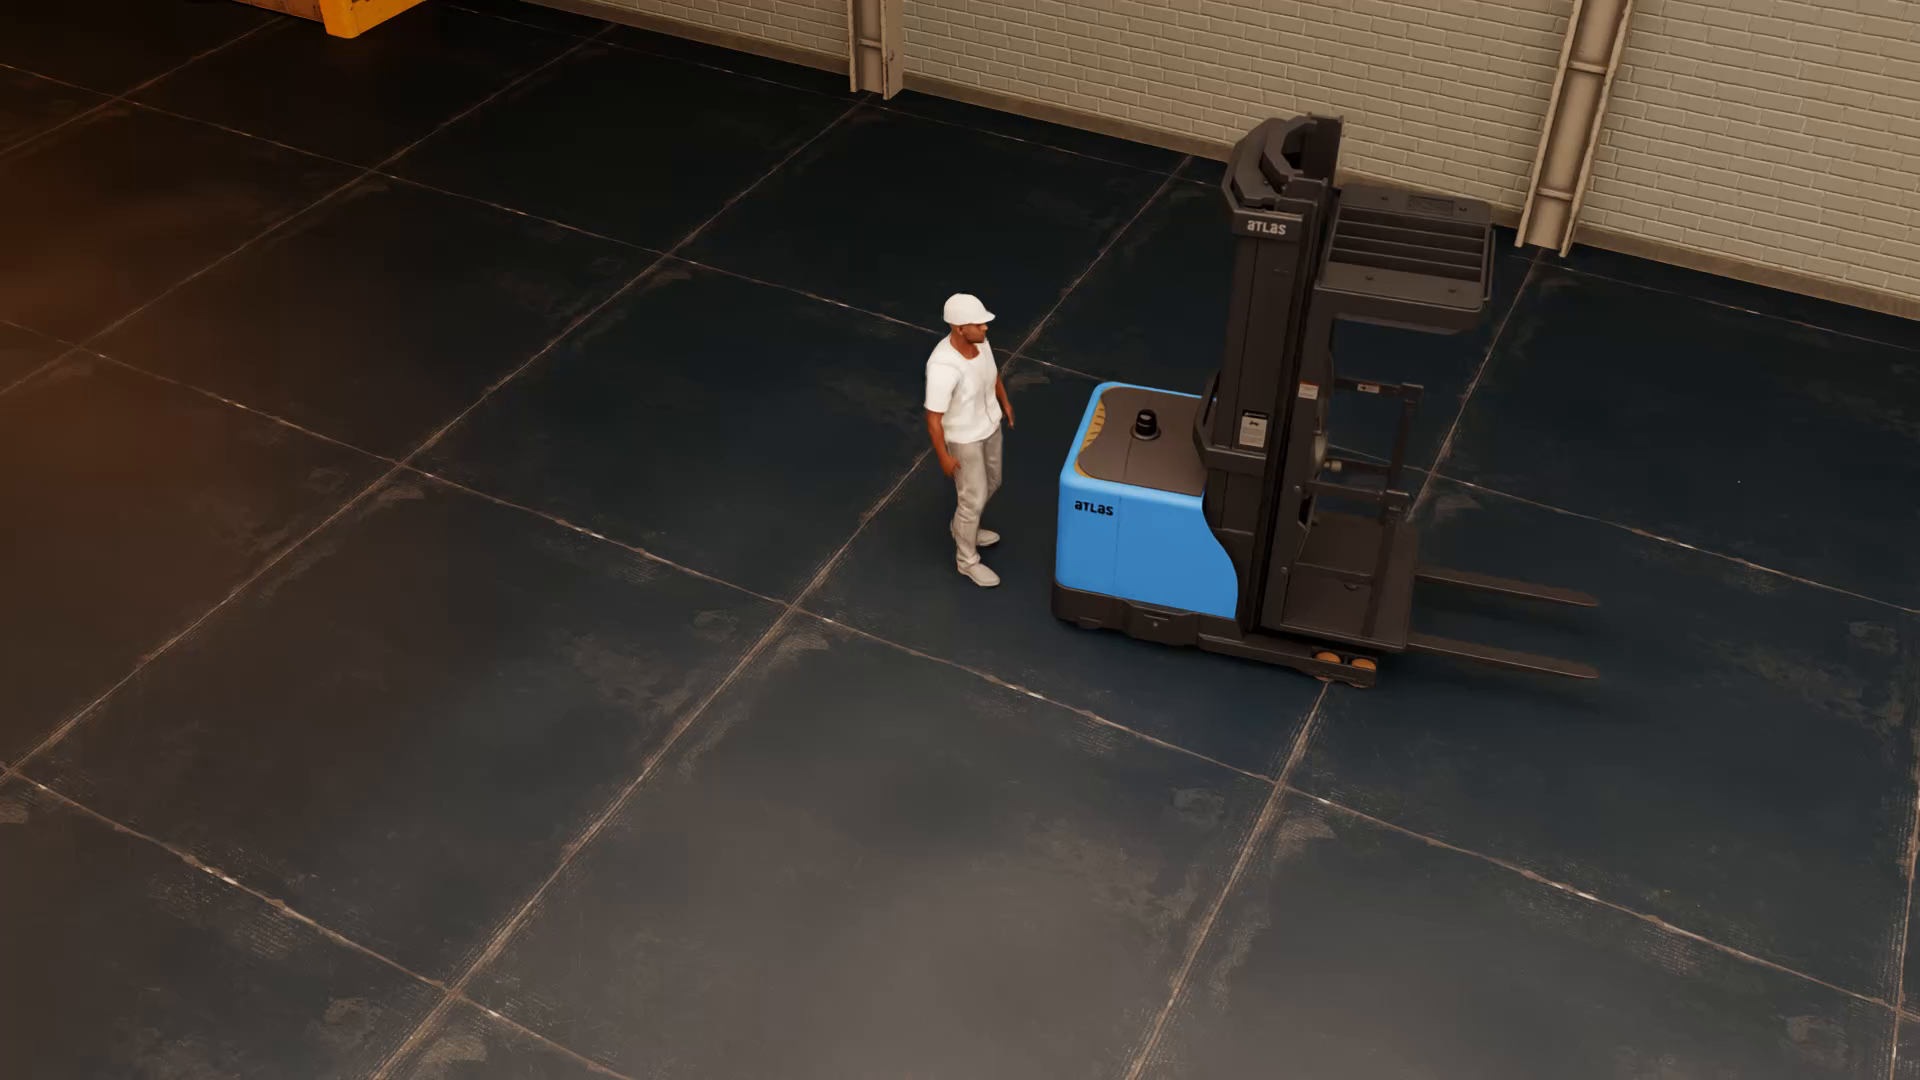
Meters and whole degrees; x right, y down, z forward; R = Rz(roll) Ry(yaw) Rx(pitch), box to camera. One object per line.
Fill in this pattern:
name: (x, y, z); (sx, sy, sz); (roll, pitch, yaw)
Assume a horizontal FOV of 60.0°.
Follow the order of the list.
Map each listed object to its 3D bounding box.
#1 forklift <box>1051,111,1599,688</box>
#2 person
forklift: (2.105, -0.678, 8.792); (3.031, 2.935, 1.130); (11, 41, 12)
person: (0.057, -0.674, 9.671); (0.422, 1.683, 0.708); (21, 45, 23)
